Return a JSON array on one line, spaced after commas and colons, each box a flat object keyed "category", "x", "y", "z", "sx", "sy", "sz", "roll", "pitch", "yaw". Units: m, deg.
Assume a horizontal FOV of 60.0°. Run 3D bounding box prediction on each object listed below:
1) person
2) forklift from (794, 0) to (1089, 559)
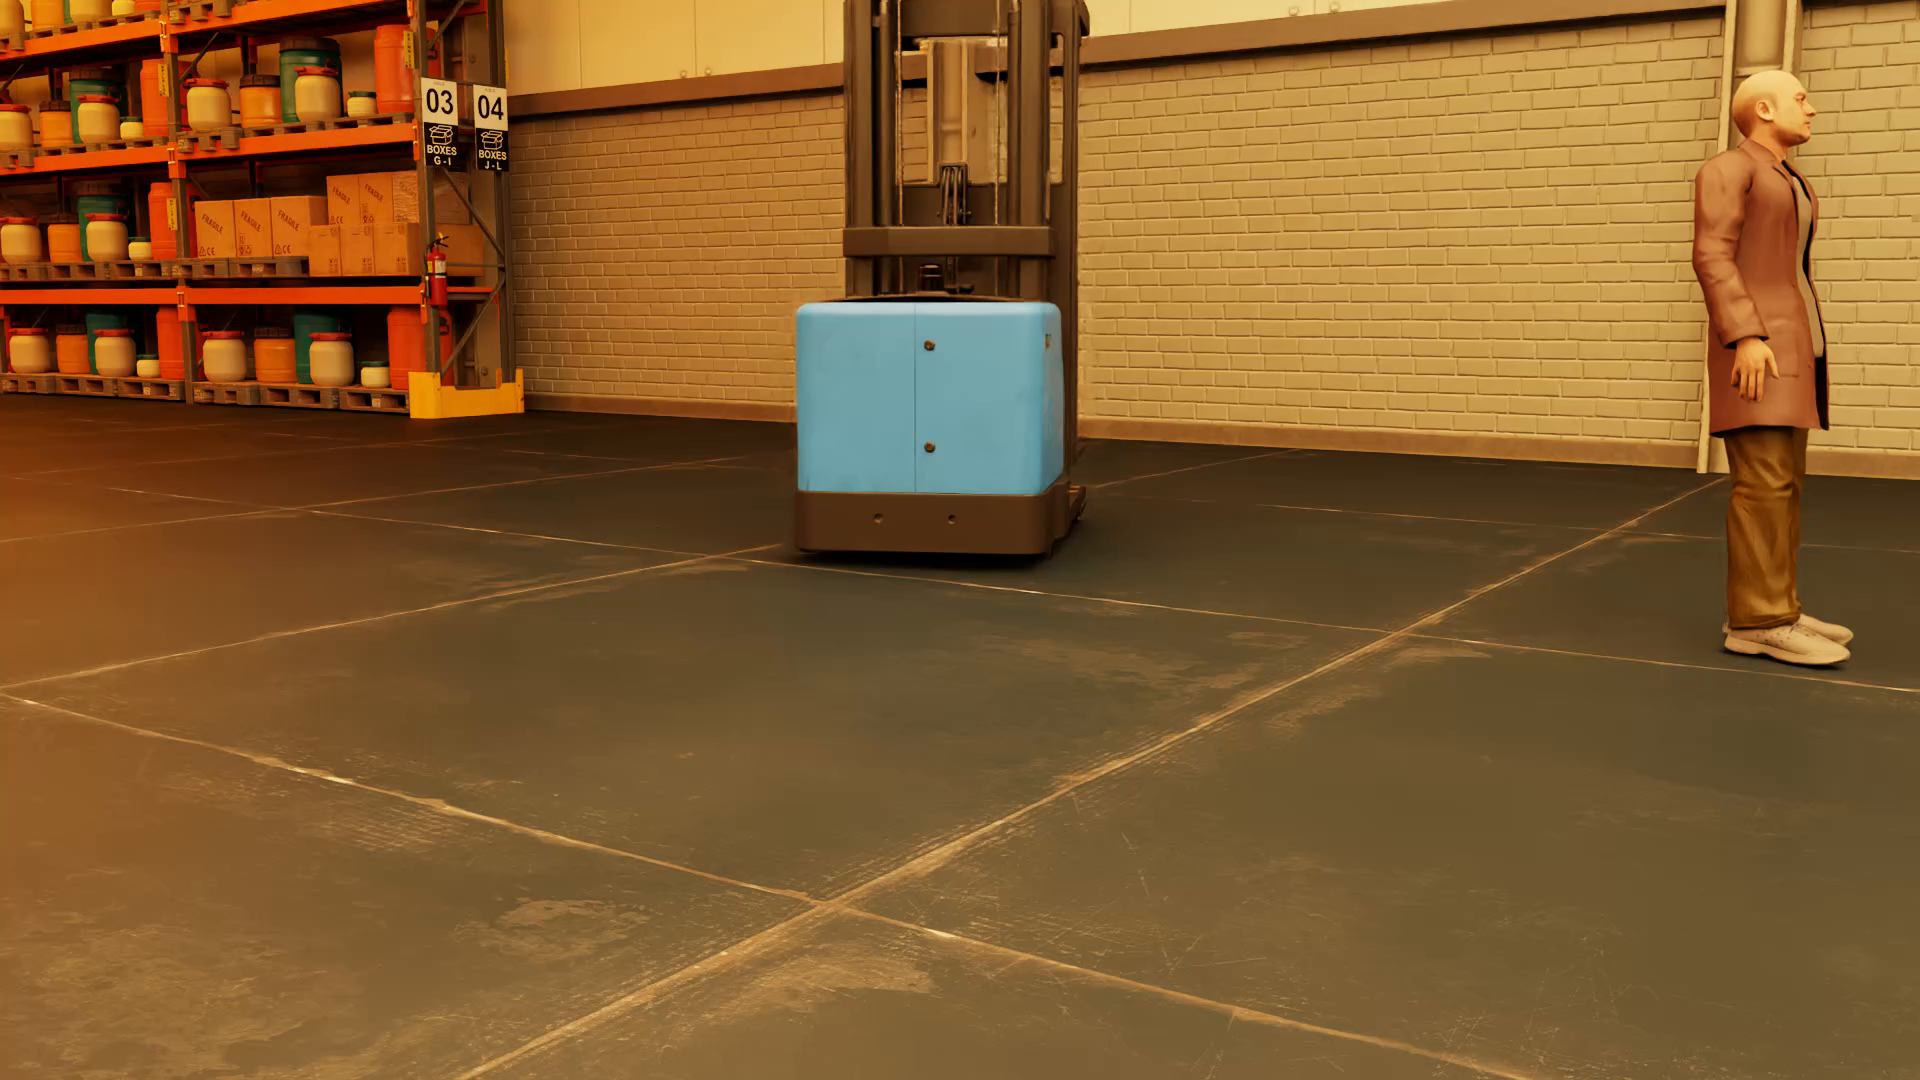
[{"category": "person", "x": 2.587, "y": -0.550, "z": 5.135, "sx": 0.563, "sy": 1.782, "sz": 0.691, "roll": 8, "pitch": 11, "yaw": 43}, {"category": "forklift", "x": 0.040, "y": -1.540, "z": 8.025, "sx": 1.130, "sy": 2.935, "sz": 3.031, "roll": 1, "pitch": 8, "yaw": 8}]
